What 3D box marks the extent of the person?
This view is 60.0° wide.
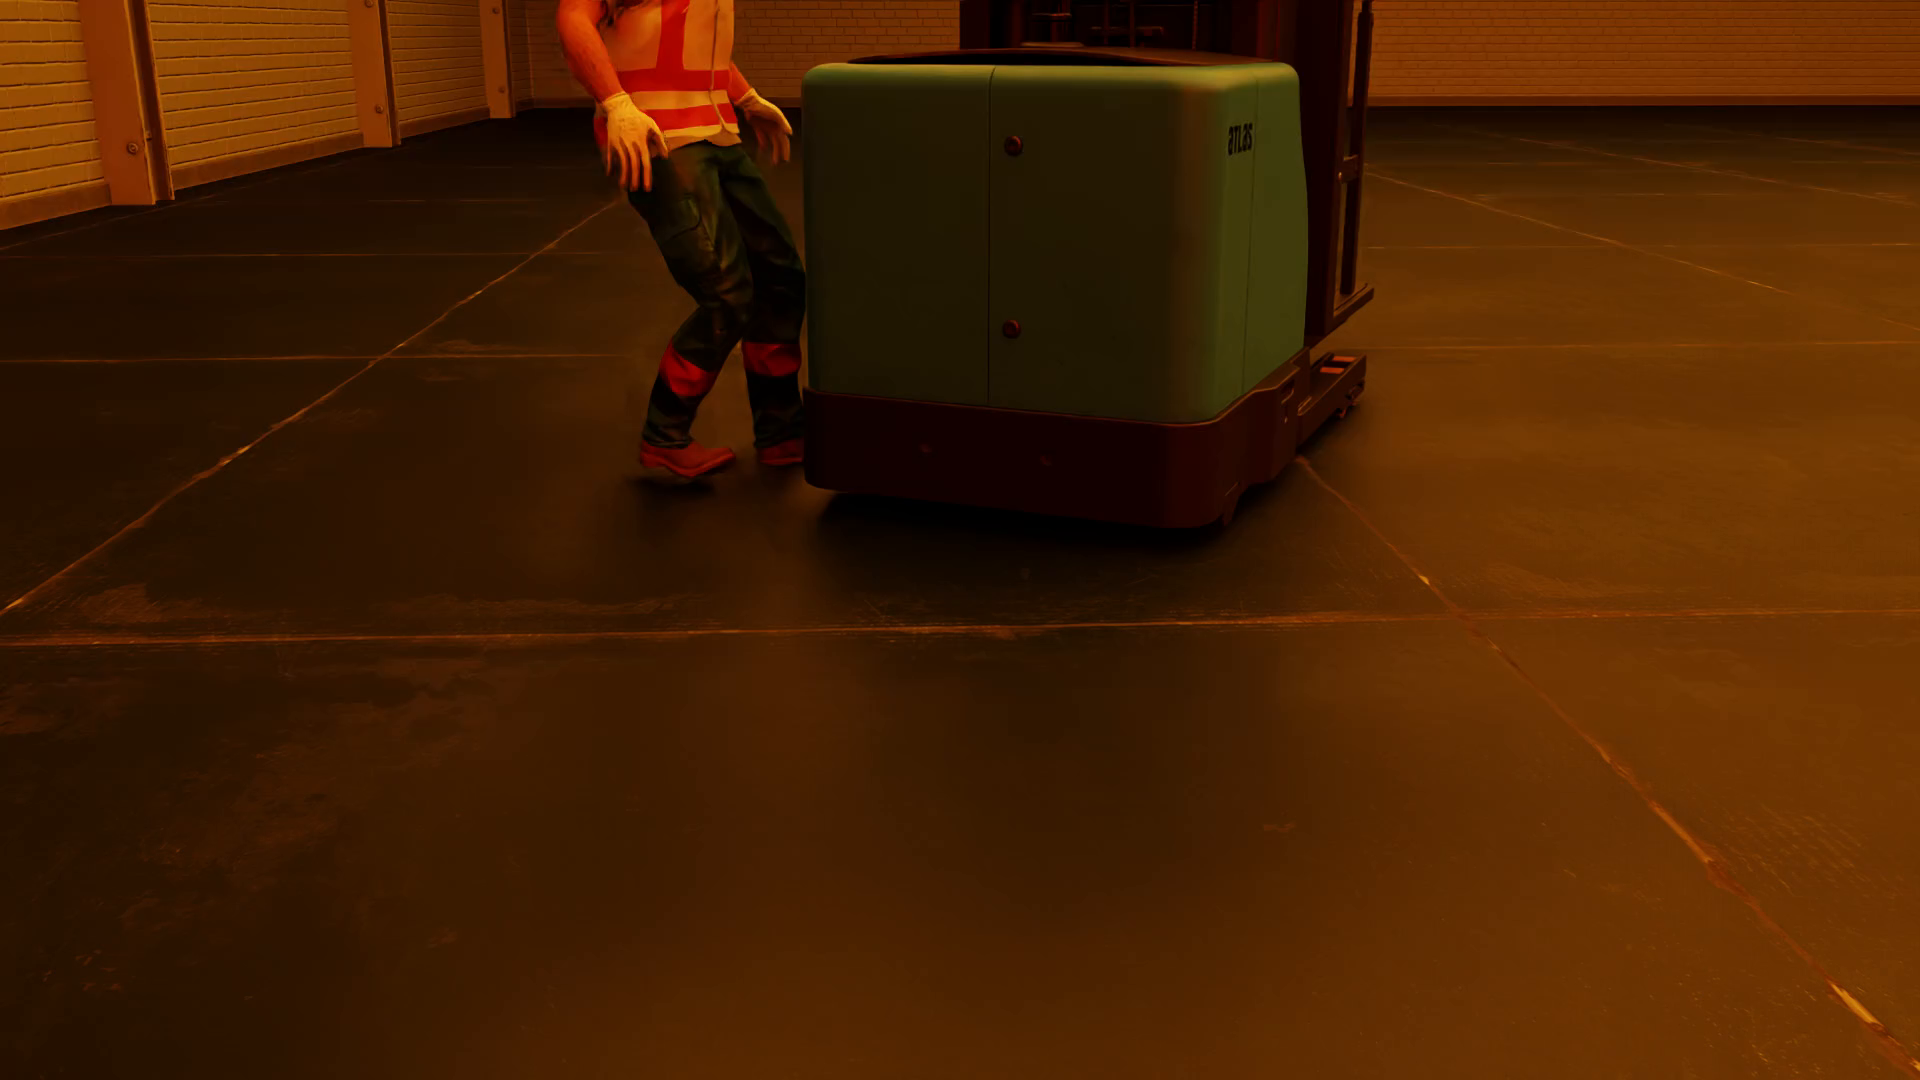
[{"bbox_3d":[-0.612,-0.981,4.222,0.573,1.748,0.925,5,18,17],"label":"person"}]

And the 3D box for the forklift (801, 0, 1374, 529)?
[{"bbox_3d":[0.656,-1.816,4.843,1.130,2.935,3.031,7,18,22],"label":"forklift"}]
